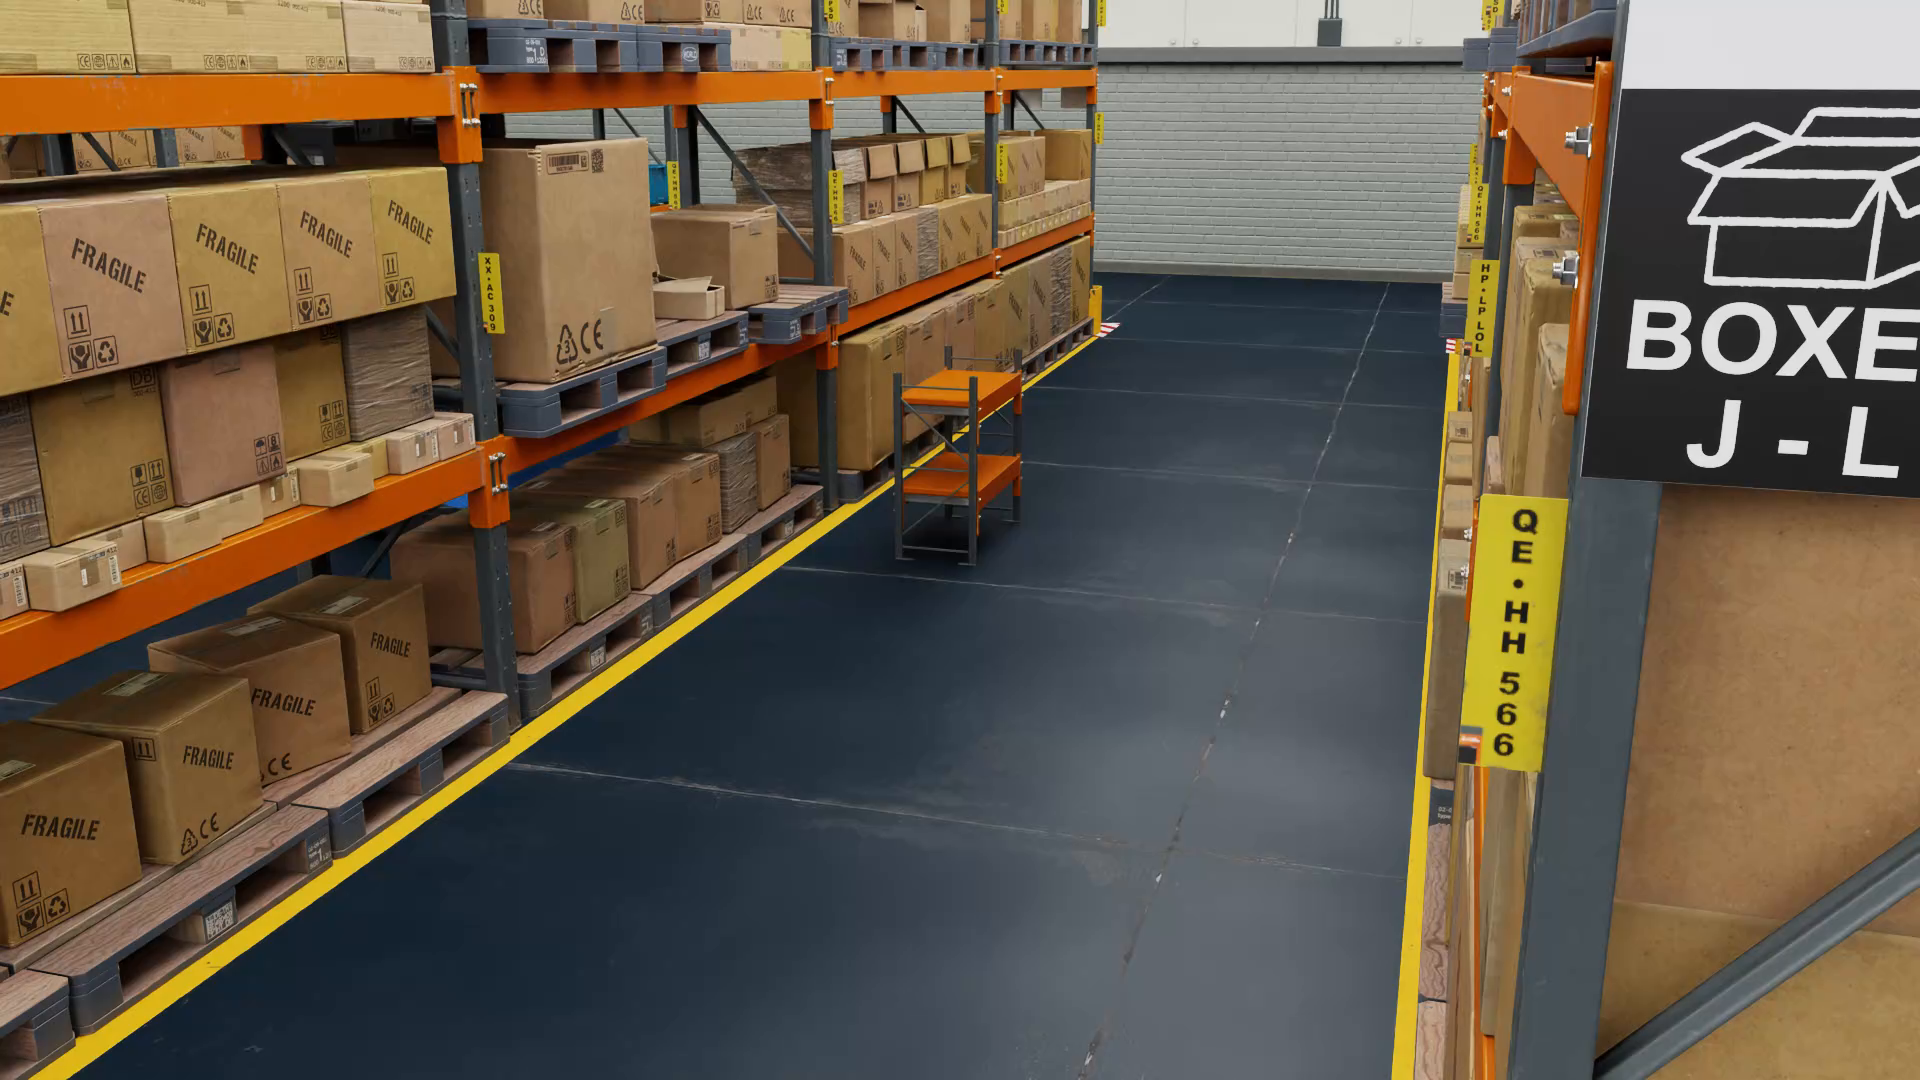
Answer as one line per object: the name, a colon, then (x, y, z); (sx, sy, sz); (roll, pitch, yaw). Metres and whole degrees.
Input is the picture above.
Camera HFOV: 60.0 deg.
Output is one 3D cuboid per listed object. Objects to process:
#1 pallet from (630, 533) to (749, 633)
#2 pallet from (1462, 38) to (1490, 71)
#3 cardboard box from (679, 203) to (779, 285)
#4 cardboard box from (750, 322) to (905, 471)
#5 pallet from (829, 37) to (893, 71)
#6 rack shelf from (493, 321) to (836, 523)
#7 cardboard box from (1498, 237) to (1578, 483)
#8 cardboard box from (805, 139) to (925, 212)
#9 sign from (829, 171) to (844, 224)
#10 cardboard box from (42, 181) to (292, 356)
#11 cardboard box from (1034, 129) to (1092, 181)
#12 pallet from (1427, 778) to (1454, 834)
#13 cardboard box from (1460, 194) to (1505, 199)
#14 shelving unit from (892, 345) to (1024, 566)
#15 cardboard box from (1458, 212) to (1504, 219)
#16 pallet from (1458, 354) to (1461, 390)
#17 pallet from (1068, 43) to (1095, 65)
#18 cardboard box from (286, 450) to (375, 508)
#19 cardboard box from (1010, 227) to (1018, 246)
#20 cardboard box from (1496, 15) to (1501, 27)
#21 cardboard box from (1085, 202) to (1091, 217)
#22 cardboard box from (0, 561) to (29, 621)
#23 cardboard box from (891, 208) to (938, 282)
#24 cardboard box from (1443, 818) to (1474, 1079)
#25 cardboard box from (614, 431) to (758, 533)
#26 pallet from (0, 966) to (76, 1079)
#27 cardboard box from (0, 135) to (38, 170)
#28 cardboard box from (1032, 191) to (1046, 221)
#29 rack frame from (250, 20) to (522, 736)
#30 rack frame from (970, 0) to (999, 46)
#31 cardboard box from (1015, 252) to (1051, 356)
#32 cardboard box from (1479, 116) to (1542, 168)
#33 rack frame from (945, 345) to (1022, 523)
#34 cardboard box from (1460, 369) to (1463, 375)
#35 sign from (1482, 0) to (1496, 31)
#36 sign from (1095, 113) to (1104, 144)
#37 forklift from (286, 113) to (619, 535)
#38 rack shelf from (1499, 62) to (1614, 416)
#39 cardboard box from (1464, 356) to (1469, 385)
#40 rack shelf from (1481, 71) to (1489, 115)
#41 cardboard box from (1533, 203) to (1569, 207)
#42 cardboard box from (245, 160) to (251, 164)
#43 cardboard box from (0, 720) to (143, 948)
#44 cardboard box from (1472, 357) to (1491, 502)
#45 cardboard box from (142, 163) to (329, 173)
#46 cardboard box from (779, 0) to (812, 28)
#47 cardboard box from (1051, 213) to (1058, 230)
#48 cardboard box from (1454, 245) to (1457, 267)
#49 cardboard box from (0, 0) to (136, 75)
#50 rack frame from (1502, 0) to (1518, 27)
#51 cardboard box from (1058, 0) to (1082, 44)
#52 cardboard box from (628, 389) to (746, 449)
pallet: (-1.878, 0.185, 9.289); (1.003, 0.211, 1.213); (5, 16, 16)
pallet: (3.988, -3.242, 11.109); (1.213, 0.211, 1.003); (5, 16, 16)
cardboard box: (-1.421, -1.784, 10.170); (0.500, 0.500, 0.500); (3, 16, 9)
cardboard box: (-1.090, -1.037, 11.614); (1.225, 0.875, 0.875); (4, 16, 13)
pallet: (-1.174, -3.203, 10.975); (1.213, 0.211, 1.003); (5, 17, 18)
rack shelf: (-1.874, -0.809, 9.004); (1.077, 0.370, 4.000); (5, 16, 16)
cardboard box: (1.816, -0.435, 4.113); (0.875, 0.550, 0.550); (5, 16, 16)
cardboard box: (-0.710, -2.746, 12.490); (0.797, 0.503, 0.637); (5, 17, 18)
sign: (-0.783, -2.158, 10.463); (0.100, 0.325, 0.005); (5, 16, 16)
cardboard box: (-2.590, -0.904, 5.457); (0.500, 0.500, 0.500); (5, 16, 16)
cardboard box: (1.081, -4.055, 17.486); (0.500, 0.500, 0.500); (5, 17, 17)
pallet: (2.431, 0.913, 6.724); (1.003, 0.211, 1.213); (5, 16, 16)
cardboard box: (3.711, -2.342, 11.688); (0.380, 0.149, 0.250); (4, 16, 15)
shelving unit: (0.002, -0.543, 10.182); (0.538, 1.125, 1.048); (5, 16, 16)
cardboard box: (3.269, -1.933, 10.247); (0.380, 0.149, 0.250); (5, 17, 18)
pallet: (5.060, -1.471, 15.129); (1.003, 0.211, 1.213); (5, 16, 16)
pallet: (0.767, -4.977, 17.045); (1.003, 0.211, 1.213); (5, 16, 16)
cardboard box: (-2.395, -0.233, 6.113); (0.380, 0.149, 0.250); (5, 16, 16)
cardboard box: (0.309, -2.724, 14.898); (0.380, 0.149, 0.250); (4, 16, 14)
cardboard box: (3.469, -3.060, 9.939); (0.500, 0.500, 0.500); (5, 16, 16)
cardboard box: (1.182, -3.532, 17.745); (0.380, 0.149, 0.250); (5, 17, 17)
cardboard box: (-2.921, 0.152, 4.758); (0.380, 0.149, 0.250); (5, 16, 16)
cardboard box: (-0.476, -2.233, 12.521); (0.500, 0.500, 0.500); (5, 16, 16)
cardboard box: (1.525, 1.233, 3.610); (0.875, 0.875, 0.875); (4, 16, 15)
cardboard box: (-1.622, -0.365, 9.893); (0.700, 0.500, 0.500); (3, 16, 11)
pallet: (-3.293, 1.526, 4.561); (1.003, 0.211, 1.213); (5, 16, 16)
cardboard box: (-9.770, -4.176, 17.539); (0.500, 0.500, 0.500); (5, 17, 16)
cardboard box: (0.504, -3.164, 15.718); (0.500, 0.250, 0.500); (5, 17, 17)
rack frame: (-2.442, -0.632, 7.061); (1.000, 3.000, 0.127); (5, 16, 16)
rack frame: (-0.169, -5.611, 13.621); (1.000, 3.000, 0.127); (5, 16, 16)
cardboard box: (0.351, -2.307, 16.089); (0.875, 0.875, 0.875); (5, 16, 16)
cardboard box: (4.432, -3.130, 13.307); (0.500, 0.500, 0.500); (4, 16, 14)
rack frame: (0.146, -0.676, 10.651); (0.500, 1.125, 0.032); (5, 16, 16)
cardboard box: (4.637, -1.544, 14.732); (0.380, 0.149, 0.250); (5, 16, 16)
sign: (4.035, -4.046, 12.652); (0.100, 0.325, 0.005); (5, 16, 16)
sign: (1.484, -4.397, 17.778); (0.100, 0.325, 0.005); (5, 16, 16)
forklift: (-3.607, -1.590, 10.565); (3.031, 2.935, 1.130); (11, 19, 34)
rack shelf: (1.716, -0.795, 3.455); (1.077, 0.370, 4.000); (5, 16, 16)
cardboard box: (3.796, -1.229, 11.601); (0.500, 0.250, 0.500); (5, 17, 18)
rack shelf: (5.126, -3.934, 14.524); (1.077, 0.370, 4.000); (5, 16, 16)
cardboard box: (2.564, -1.015, 6.396); (0.700, 0.500, 0.500); (4, 16, 15)
cardboard box: (-8.539, -4.315, 19.860); (0.500, 0.500, 0.500); (5, 17, 16)
cardboard box: (-3.053, 0.932, 5.359); (0.500, 0.500, 0.500); (6, 17, 21)
cardboard box: (2.176, -0.426, 6.152); (0.500, 0.500, 0.500); (5, 16, 16)
cardboard box: (-2.814, -1.206, 6.524); (0.500, 0.500, 0.500); (5, 16, 16)
cardboard box: (-1.201, -3.266, 9.750); (0.500, 0.500, 0.500); (5, 17, 17)
cardboard box: (0.748, -3.132, 16.335); (0.380, 0.149, 0.250); (5, 17, 17)
cardboard box: (3.199, -1.726, 10.064); (0.380, 0.149, 0.250); (5, 17, 18)
cardboard box: (-2.766, -1.464, 4.771); (0.500, 0.250, 0.500); (5, 17, 18)
rack frame: (3.421, -4.154, 8.482); (1.000, 3.000, 0.127); (5, 16, 16)
cardboard box: (0.871, -5.373, 17.141); (0.700, 0.500, 0.500); (4, 16, 13)
cardboard box: (-1.608, -0.731, 9.811); (0.500, 0.250, 0.500); (7, 17, 22)
